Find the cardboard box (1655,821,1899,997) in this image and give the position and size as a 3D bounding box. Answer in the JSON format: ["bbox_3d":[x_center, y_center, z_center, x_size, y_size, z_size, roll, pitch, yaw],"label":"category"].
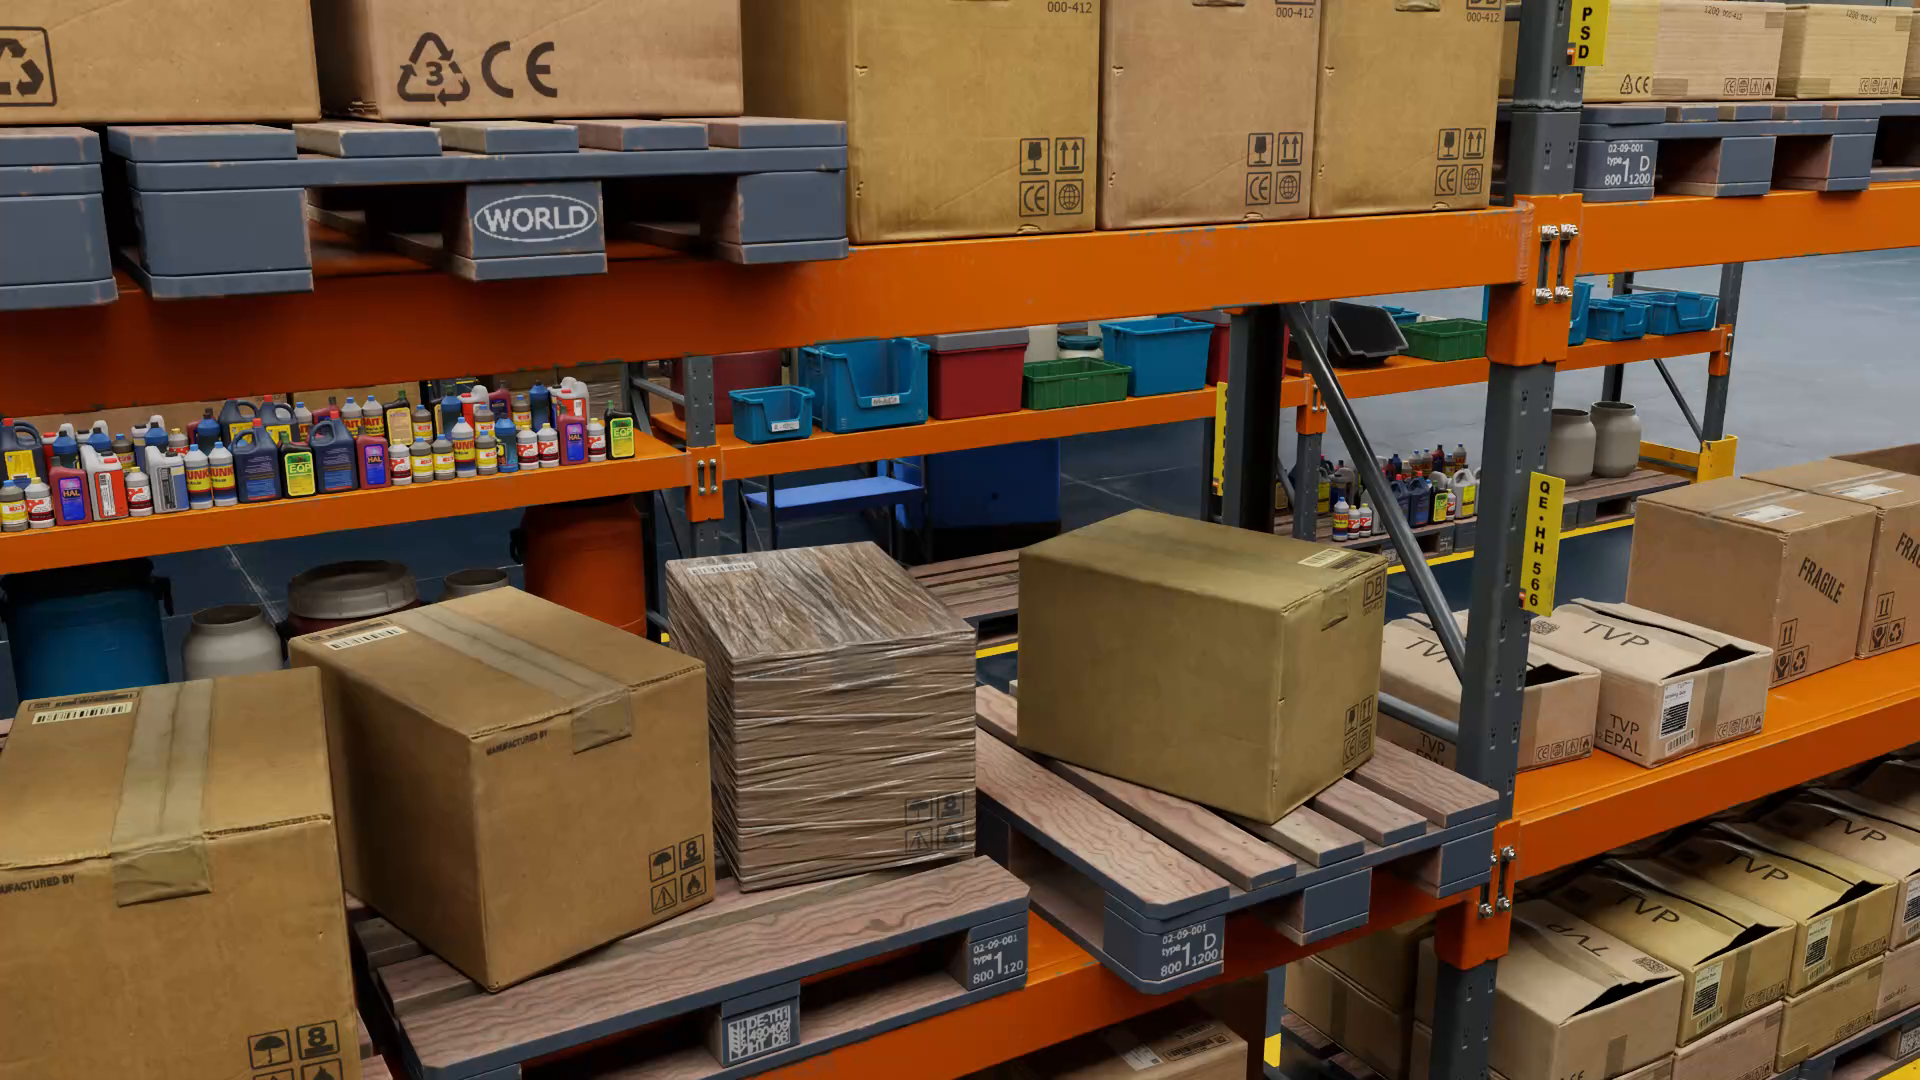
[{"bbox_3d":[2.528,1.107,5.179,0.500,0.311,0.500,-10,18,-31],"label":"cardboard box"}]

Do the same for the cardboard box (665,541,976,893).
[{"bbox_3d":[-0.320,0.352,3.633,0.500,0.500,0.700,-6,17,-19],"label":"cardboard box"}]

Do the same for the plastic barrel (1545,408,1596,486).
[{"bbox_3d":[4.399,-0.678,12.103,0.421,0.512,0.421,0,16,0],"label":"plastic barrel"}]

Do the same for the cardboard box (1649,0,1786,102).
[{"bbox_3d":[1.844,-1.322,4.510,0.500,0.250,0.500,-9,18,-28],"label":"cardboard box"}]

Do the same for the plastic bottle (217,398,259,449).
[{"bbox_3d":[-3.369,-0.518,7.790,0.185,0.351,0.144,-9,18,-30],"label":"plastic bottle"}]

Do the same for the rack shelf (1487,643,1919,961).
[{"bbox_3d":[2.758,0.474,5.494,4.000,0.370,1.077,-9,18,-30],"label":"rack shelf"}]

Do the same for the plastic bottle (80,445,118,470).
[{"bbox_3d":[-3.624,-0.265,7.028,0.135,0.276,0.152,-9,18,-30],"label":"plastic bottle"}]

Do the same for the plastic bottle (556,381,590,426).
[{"bbox_3d":[-1.963,-0.660,8.439,0.135,0.276,0.152,-9,18,-30],"label":"plastic bottle"}]

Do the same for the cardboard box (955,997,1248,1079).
[{"bbox_3d":[0.317,1.230,3.893,0.500,0.250,0.500,-8,18,-28],"label":"cardboard box"}]

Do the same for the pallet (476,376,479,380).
[{"bbox_3d":[-4.763,-1.966,18.033,1.213,0.211,1.003,-9,18,-30],"label":"pallet"}]

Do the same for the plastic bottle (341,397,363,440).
[{"bbox_3d":[-2.947,-0.555,8.072,0.097,0.271,0.097,0,16,0],"label":"plastic bottle"}]

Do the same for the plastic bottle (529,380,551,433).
[{"bbox_3d":[-2.155,-0.684,8.530,0.097,0.271,0.097,0,16,0],"label":"plastic bottle"}]

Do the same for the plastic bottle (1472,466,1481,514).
[{"bbox_3d":[3.516,-0.361,11.231,0.185,0.351,0.144,-8,18,-27],"label":"plastic bottle"}]

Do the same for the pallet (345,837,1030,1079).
[{"bbox_3d":[-0.621,0.770,3.463,1.213,0.211,1.003,-9,18,-30],"label":"pallet"}]

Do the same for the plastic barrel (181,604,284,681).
[{"bbox_3d":[-3.321,0.583,7.604,0.421,0.512,0.421,0,16,0],"label":"plastic barrel"}]

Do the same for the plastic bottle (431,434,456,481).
[{"bbox_3d":[-2.354,-0.379,7.571,0.097,0.201,0.097,0,16,0],"label":"plastic bottle"}]

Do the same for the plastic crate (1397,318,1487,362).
[{"bbox_3d":[3.234,-1.318,10.947,0.662,0.188,0.450,-9,18,-30],"label":"plastic crate"}]

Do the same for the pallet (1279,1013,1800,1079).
[{"bbox_3d":[1.770,1.643,5.157,1.213,0.211,1.003,-9,18,-30],"label":"pallet"}]

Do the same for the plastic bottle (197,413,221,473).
[{"bbox_3d":[-3.471,-0.451,7.700,0.097,0.271,0.097,0,16,0],"label":"plastic bottle"}]

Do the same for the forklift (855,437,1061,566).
[{"bbox_3d":[-0.171,-1.601,11.690,1.130,2.935,3.031,-4,16,-12],"label":"forklift"}]

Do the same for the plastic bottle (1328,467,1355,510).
[{"bbox_3d":[2.591,-0.349,11.330,0.135,0.276,0.152,-9,18,-30],"label":"plastic bottle"}]

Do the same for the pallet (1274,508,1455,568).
[{"bbox_3d":[2.522,-0.038,11.154,1.213,0.211,1.003,-9,18,-30],"label":"pallet"}]

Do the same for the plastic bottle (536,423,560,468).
[{"bbox_3d":[-1.937,-0.446,7.813,0.097,0.201,0.097,0,16,0],"label":"plastic bottle"}]

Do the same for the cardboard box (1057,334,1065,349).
[{"bbox_3d":[0.716,-1.674,15.676,0.500,0.500,0.500,-11,19,-35],"label":"cardboard box"}]

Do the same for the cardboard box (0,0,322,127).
[{"bbox_3d":[-1.354,-0.932,2.472,0.600,0.600,0.600,-9,18,-30],"label":"cardboard box"}]

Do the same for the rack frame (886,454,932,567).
[{"bbox_3d":[-0.325,-0.460,10.217,0.032,1.500,0.500,-9,15,-29],"label":"rack frame"}]

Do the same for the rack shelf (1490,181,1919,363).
[{"bbox_3d":[2.758,-0.970,5.089,4.000,0.370,1.077,-9,18,-30],"label":"rack shelf"}]

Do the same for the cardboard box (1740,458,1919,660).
[{"bbox_3d":[2.925,0.047,5.498,0.500,0.500,0.500,-9,18,-30],"label":"cardboard box"}]

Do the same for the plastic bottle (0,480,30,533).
[{"bbox_3d":[-3.829,-0.139,6.718,0.097,0.201,0.097,0,16,0],"label":"plastic bottle"}]

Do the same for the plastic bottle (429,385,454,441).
[{"bbox_3d":[-2.576,-0.627,8.305,0.133,0.283,0.061,-9,18,-30],"label":"plastic bottle"}]

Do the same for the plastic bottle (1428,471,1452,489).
[{"bbox_3d":[3.259,-0.329,11.259,0.135,0.276,0.152,-9,18,-30],"label":"plastic bottle"}]

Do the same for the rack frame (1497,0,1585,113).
[{"bbox_3d":[1.044,-2.483,3.595,0.127,3.000,1.000,-9,18,-30],"label":"rack frame"}]

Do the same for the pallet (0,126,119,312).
[{"bbox_3d":[-1.790,-0.466,2.307,1.003,0.211,1.213,-9,18,-30],"label":"pallet"}]

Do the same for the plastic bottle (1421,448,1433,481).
[{"bbox_3d":[3.345,-0.523,11.959,0.097,0.271,0.097,0,16,0],"label":"plastic bottle"}]

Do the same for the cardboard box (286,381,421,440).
[{"bbox_3d":[-4.657,-0.975,12.488,0.875,0.875,1.225,-10,19,-32],"label":"cardboard box"}]

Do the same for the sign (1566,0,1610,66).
[{"bbox_3d":[1.321,-1.162,3.481,0.005,0.325,0.100,-9,18,-30],"label":"sign"}]

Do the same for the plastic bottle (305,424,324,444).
[{"bbox_3d":[-2.843,-0.378,7.419,0.133,0.283,0.061,-9,18,-30],"label":"plastic bottle"}]

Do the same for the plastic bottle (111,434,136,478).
[{"bbox_3d":[-3.815,-0.381,7.579,0.097,0.201,0.097,0,16,0],"label":"plastic bottle"}]

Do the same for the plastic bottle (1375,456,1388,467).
[{"bbox_3d":[2.911,-0.447,11.677,0.135,0.276,0.152,-9,18,-29],"label":"plastic bottle"}]

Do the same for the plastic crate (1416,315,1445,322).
[{"bbox_3d":[3.186,-1.454,11.529,0.437,0.136,0.530,-9,18,-30],"label":"plastic crate"}]

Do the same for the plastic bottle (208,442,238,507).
[{"bbox_3d":[-3.150,-0.283,7.101,0.097,0.271,0.097,0,16,0],"label":"plastic bottle"}]

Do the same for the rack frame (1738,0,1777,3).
[{"bbox_3d":[5.354,-4.741,11.652,0.127,3.000,1.000,-9,18,-30],"label":"rack frame"}]

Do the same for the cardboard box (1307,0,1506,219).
[{"bbox_3d":[0.687,-1.018,3.742,0.500,0.500,0.910,-9,18,-30],"label":"cardboard box"}]

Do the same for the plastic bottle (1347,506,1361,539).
[{"bbox_3d":[2.511,-0.118,10.644,0.097,0.201,0.097,0,16,0],"label":"plastic bottle"}]

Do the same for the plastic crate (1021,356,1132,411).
[{"bbox_3d":[0.577,-0.887,9.411,0.662,0.188,0.450,-9,18,-30],"label":"plastic crate"}]

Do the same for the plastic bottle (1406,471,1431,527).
[{"bbox_3d":[2.992,-0.276,10.928,0.185,0.351,0.144,-10,19,-32],"label":"plastic bottle"}]

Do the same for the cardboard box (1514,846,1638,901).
[{"bbox_3d":[1.808,1.054,5.370,0.500,0.311,0.500,-10,18,-31],"label":"cardboard box"}]

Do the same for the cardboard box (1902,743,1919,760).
[{"bbox_3d":[3.558,0.770,6.384,0.500,0.311,0.500,-9,18,-30],"label":"cardboard box"}]

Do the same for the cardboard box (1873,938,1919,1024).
[{"bbox_3d":[2.957,1.308,5.503,0.500,0.250,0.500,-9,18,-29],"label":"cardboard box"}]

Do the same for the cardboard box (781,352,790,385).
[{"bbox_3d":[-1.582,-1.309,14.337,0.500,0.500,0.700,-9,18,-30],"label":"cardboard box"}]

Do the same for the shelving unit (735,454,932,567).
[{"bbox_3d":[-0.764,-0.391,9.969,1.048,1.500,0.538,-9,15,-29],"label":"shelving unit"}]

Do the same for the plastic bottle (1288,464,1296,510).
[{"bbox_3d":[2.328,-0.389,11.334,0.185,0.351,0.144,-10,18,-31],"label":"plastic bottle"}]

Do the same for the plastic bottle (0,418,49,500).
[{"bbox_3d":[-4.081,-0.357,7.217,0.185,0.351,0.144,-9,18,-30],"label":"plastic bottle"}]

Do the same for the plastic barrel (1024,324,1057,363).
[{"bbox_3d":[0.363,-1.178,9.803,0.433,0.535,0.433,0,16,0],"label":"plastic barrel"}]
